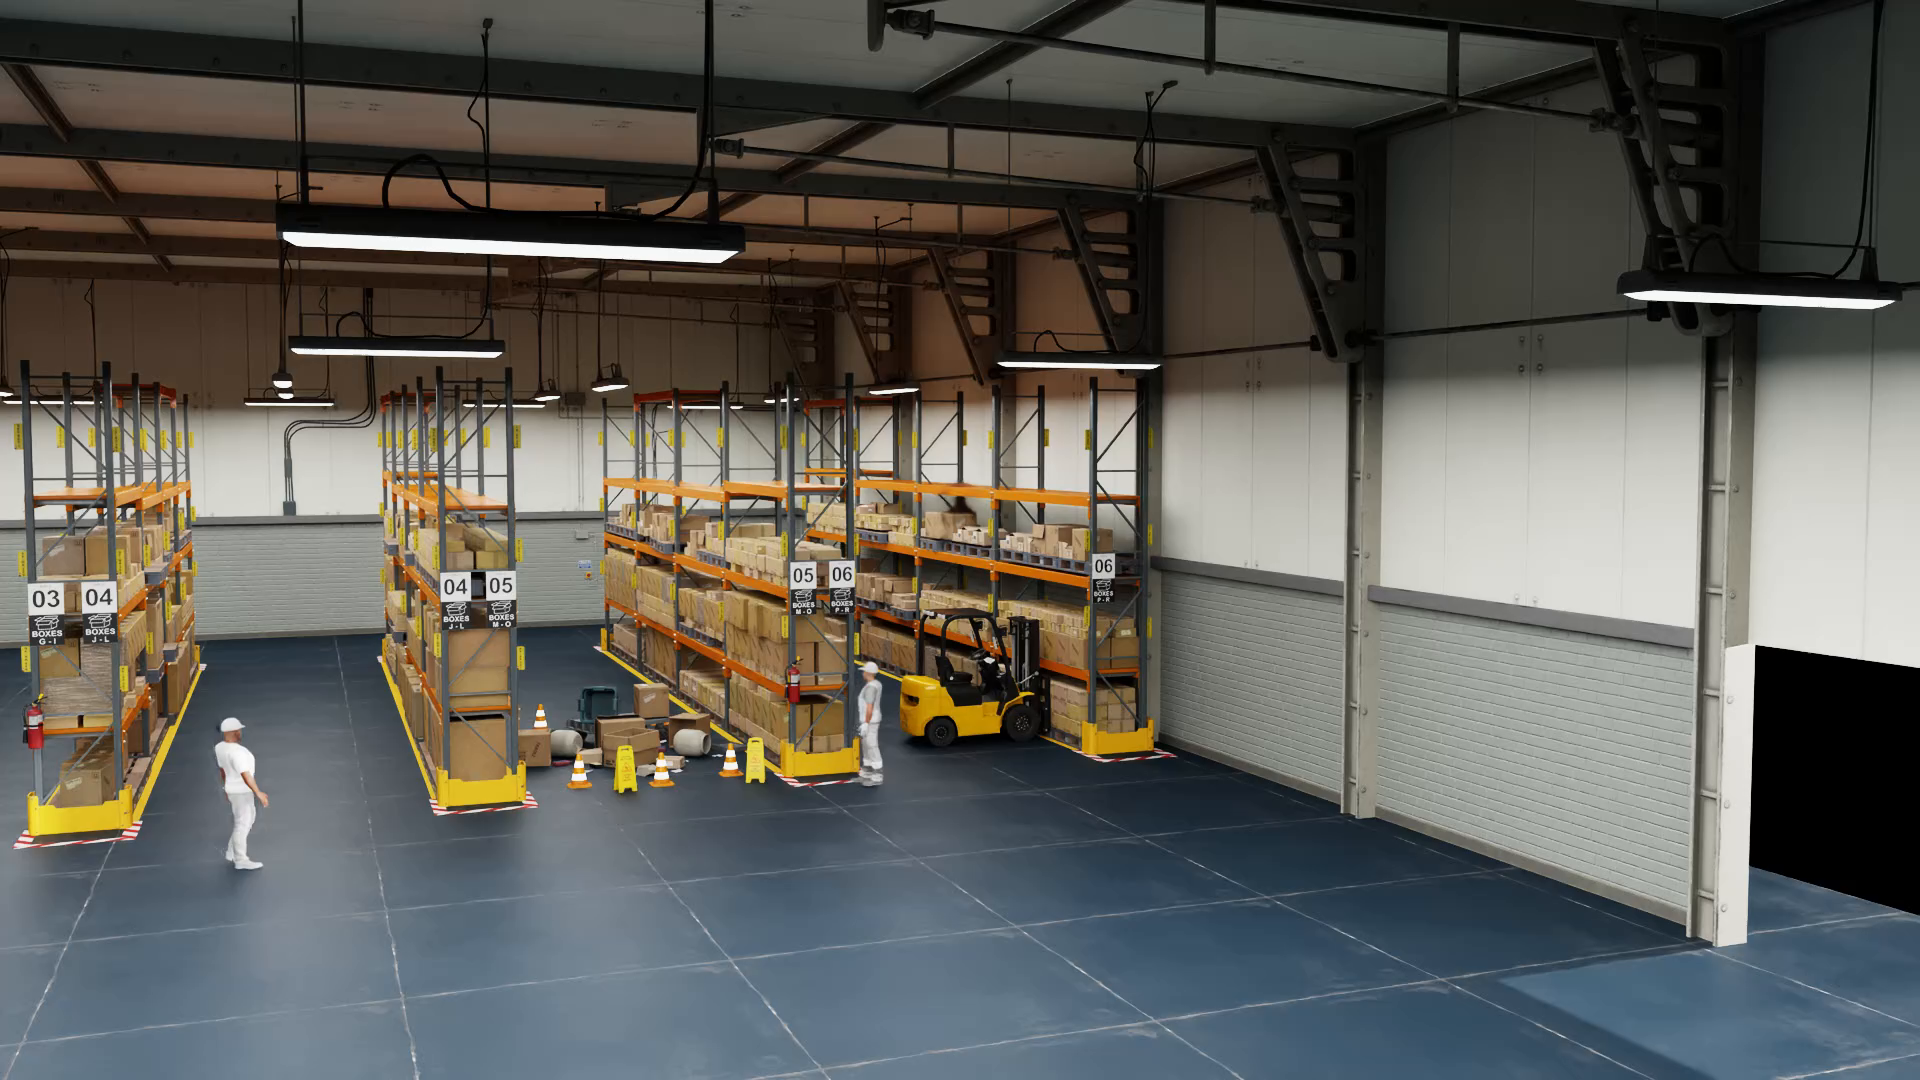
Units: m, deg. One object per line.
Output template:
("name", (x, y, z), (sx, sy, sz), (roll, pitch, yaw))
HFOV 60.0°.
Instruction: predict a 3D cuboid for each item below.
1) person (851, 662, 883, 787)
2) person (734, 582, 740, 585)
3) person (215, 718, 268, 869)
("person", (-1.361, 2.655, 24.057), (0.499, 1.802, 0.618), (0, 3, 2))
("person", (-5.461, 1.759, 40.808), (0.545, 1.708, 0.368), (2, 4, 24))
("person", (-8.399, 2.965, 19.463), (0.564, 1.801, 0.670), (-1, 4, -22))
